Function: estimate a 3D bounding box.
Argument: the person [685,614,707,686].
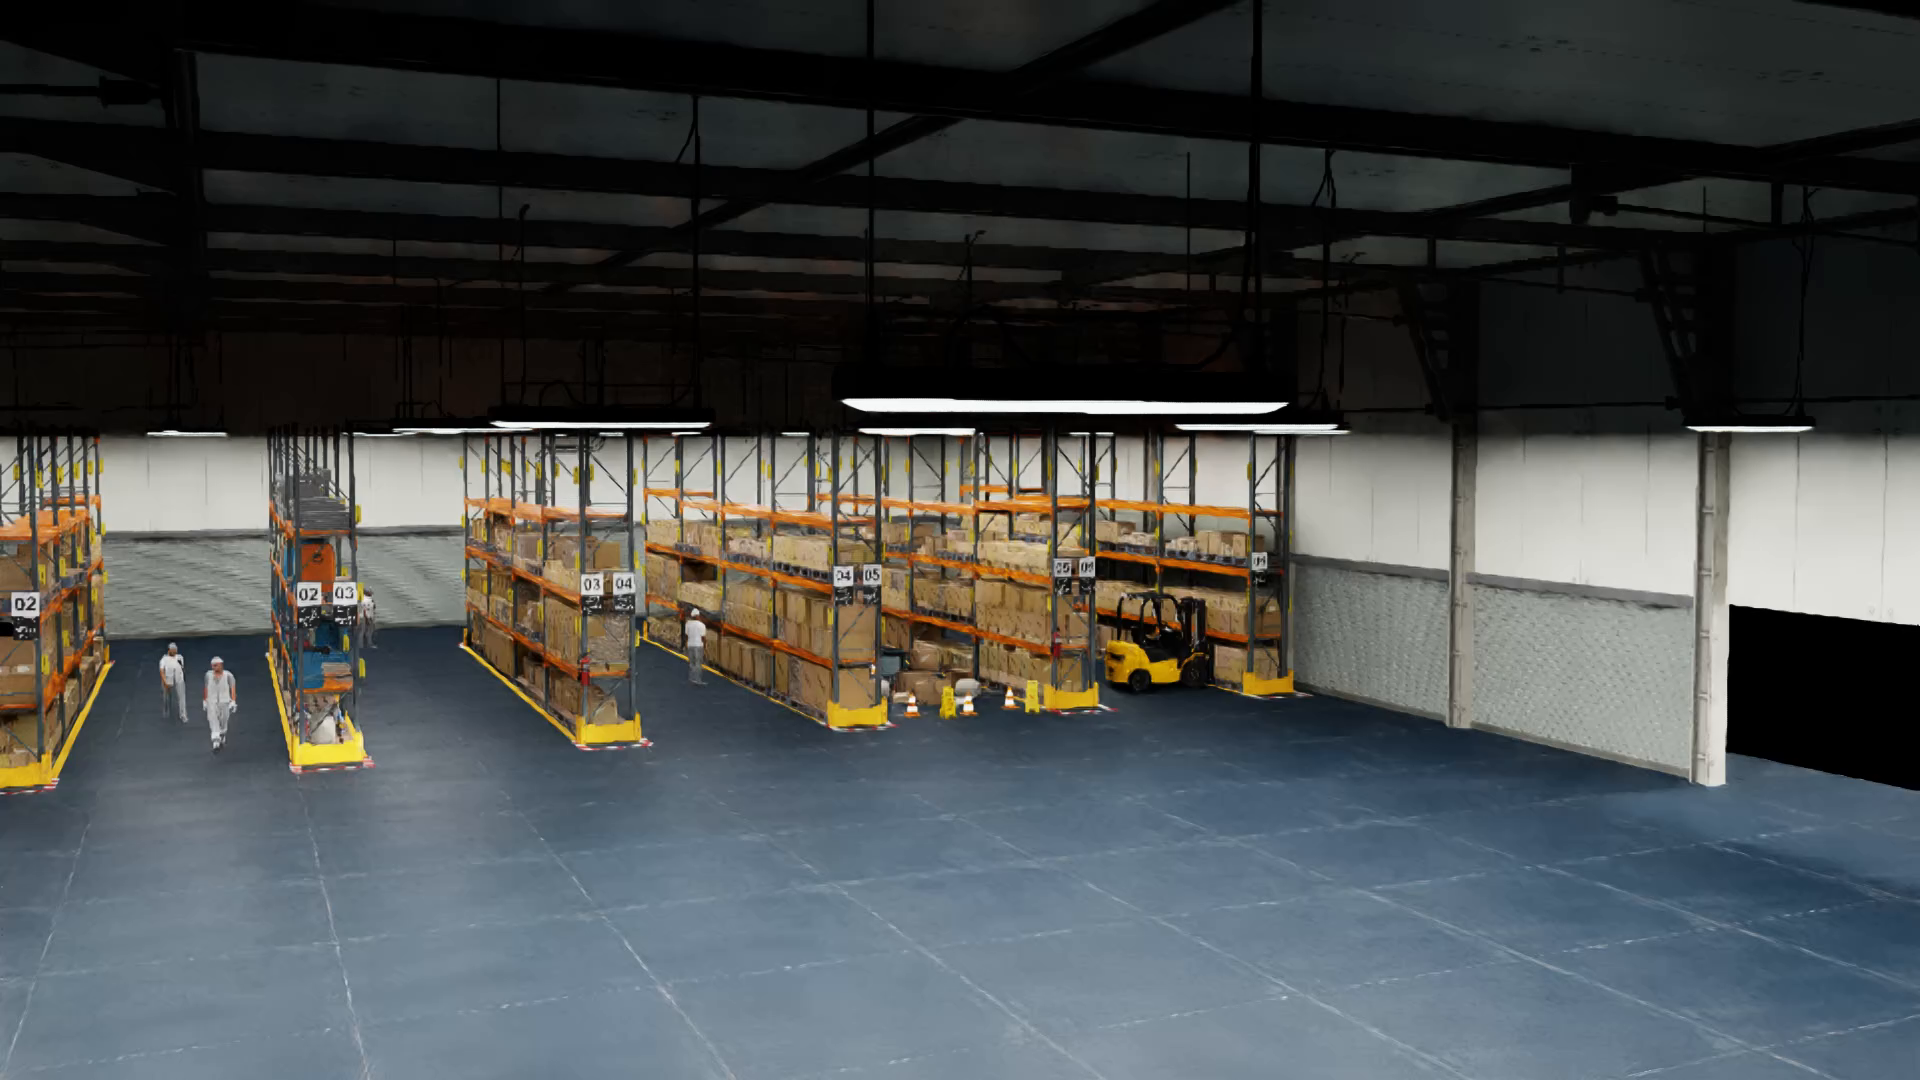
[{"bbox_3d":[-6.079,2.488,38.514,0.632,1.730,0.452,2,4,34],"label":"person"}]

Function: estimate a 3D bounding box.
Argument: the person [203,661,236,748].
[{"bbox_3d":[-13.626,2.981,30.623,0.544,1.636,0.882,-2,4,-25],"label":"person"}]

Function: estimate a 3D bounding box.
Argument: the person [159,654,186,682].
[{"bbox_3d":[-15.886,2.576,33.543,0.491,0.613,0.346,-2,4,-32],"label":"person"}]

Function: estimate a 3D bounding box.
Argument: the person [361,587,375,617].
[{"bbox_3d":[-16.118,1.684,45.223,0.311,0.807,0.399,0,3,-1],"label":"person"}]
